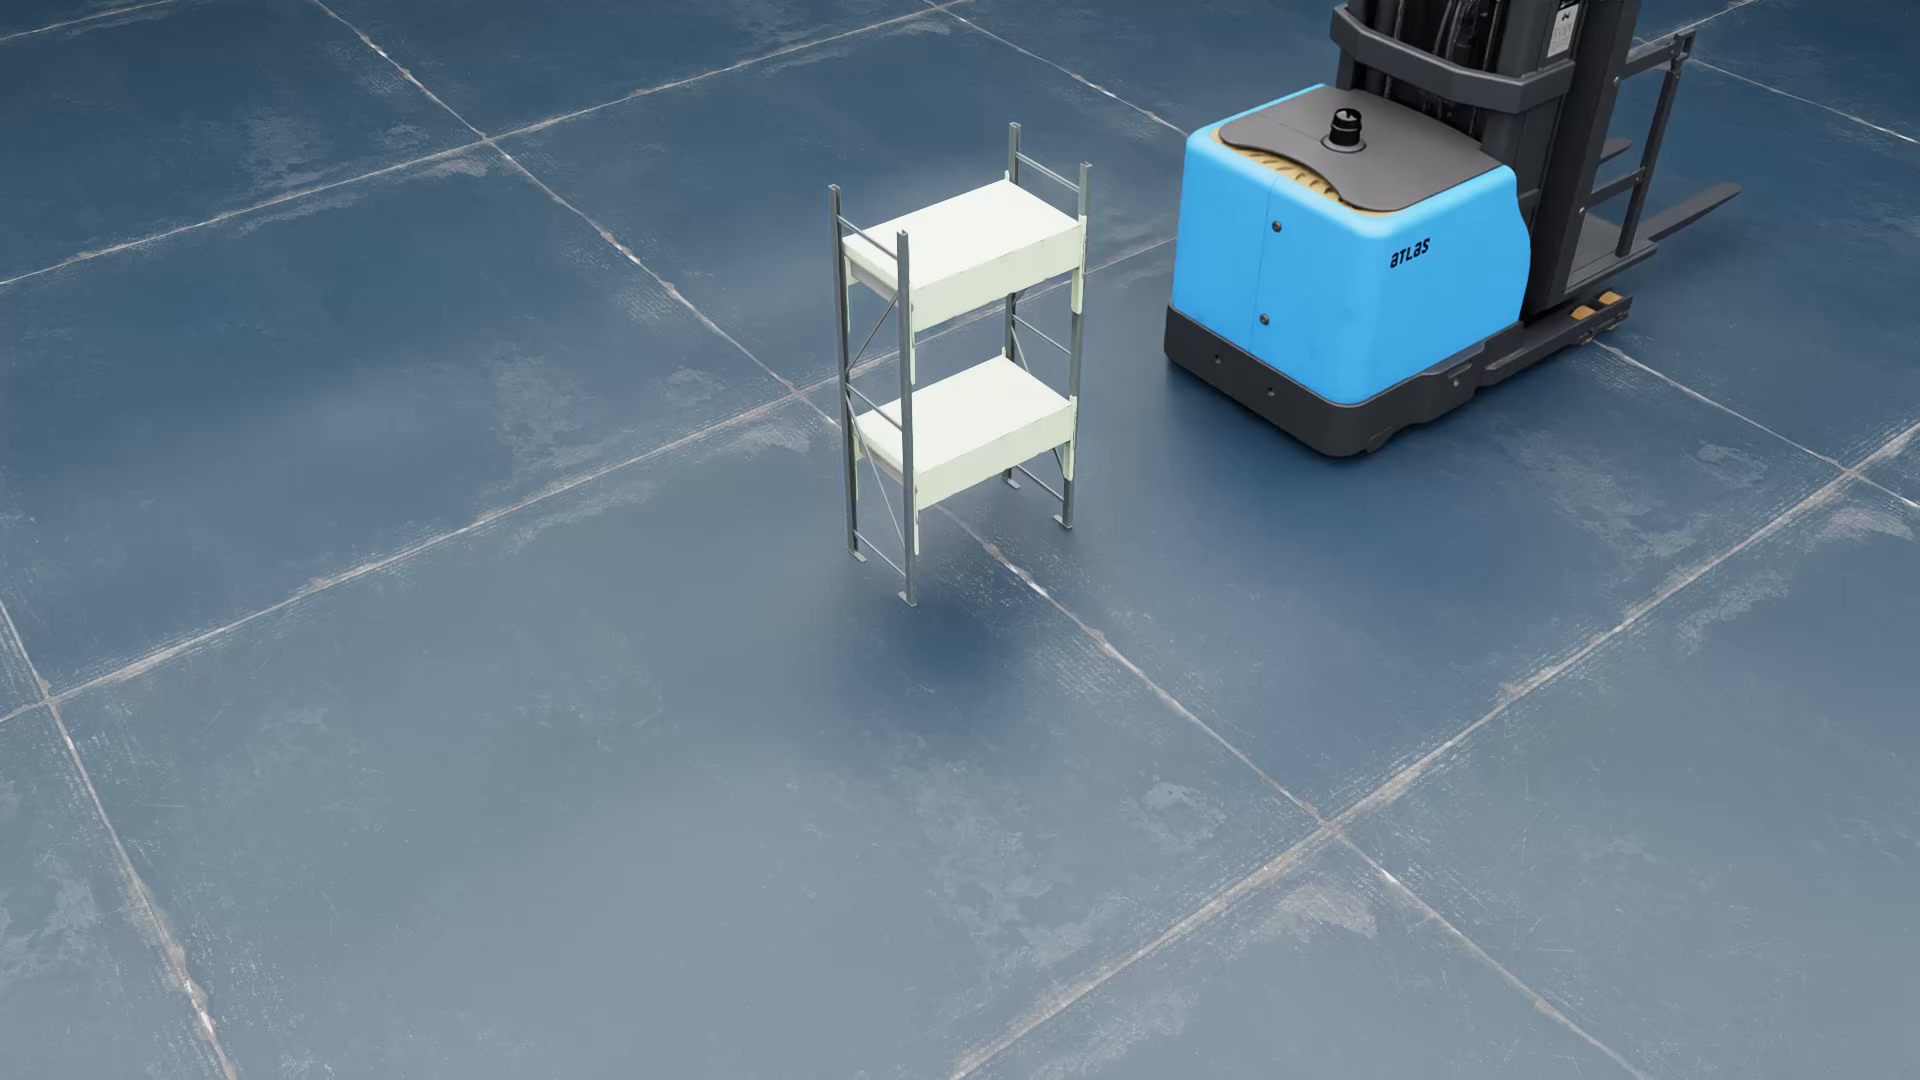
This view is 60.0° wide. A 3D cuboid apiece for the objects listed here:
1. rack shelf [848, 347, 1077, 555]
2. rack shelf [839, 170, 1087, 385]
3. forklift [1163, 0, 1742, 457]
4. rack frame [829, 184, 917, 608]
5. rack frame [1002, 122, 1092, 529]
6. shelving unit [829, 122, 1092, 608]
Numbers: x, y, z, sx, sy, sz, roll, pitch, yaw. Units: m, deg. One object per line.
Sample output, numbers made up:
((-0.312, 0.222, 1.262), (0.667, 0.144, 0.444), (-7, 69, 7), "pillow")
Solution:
((0.005, -0.330, 5.984), (0.720, 0.370, 0.431), (-26, 46, -28), "rack shelf")
((0.005, -0.884, 5.530), (0.720, 0.370, 0.431), (-26, 46, -28), "rack shelf")
((2.346, -2.229, 6.656), (3.031, 2.935, 1.130), (-26, 46, -28), "forklift")
((-0.285, -0.441, 5.605), (0.023, 1.500, 0.400), (-26, 46, -28), "rack frame")
((0.295, -0.724, 5.950), (0.023, 1.500, 0.400), (-26, 46, -28), "rack frame")
((0.005, -0.582, 5.777), (0.755, 1.500, 0.431), (-26, 46, -28), "shelving unit")
